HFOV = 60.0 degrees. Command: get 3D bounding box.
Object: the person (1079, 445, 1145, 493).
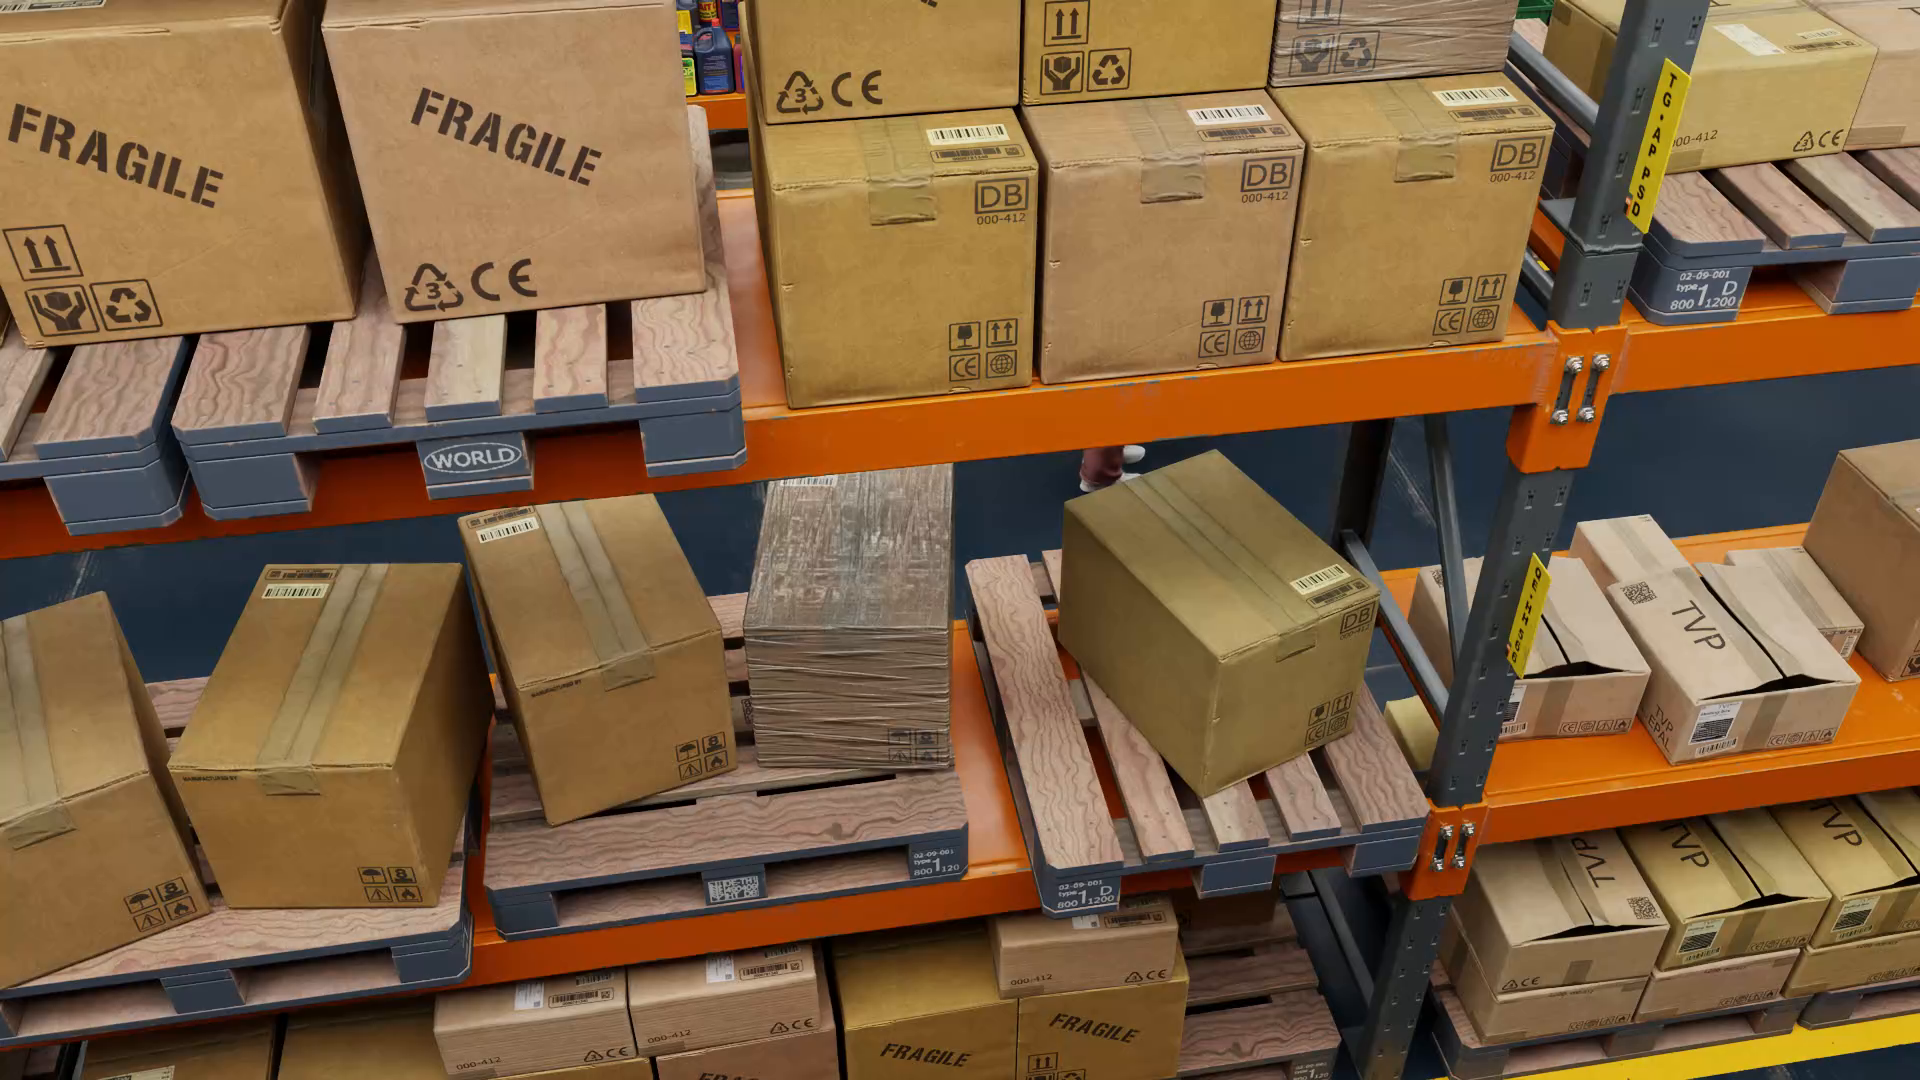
[{"bbox_3d":[0.726,-0.970,7.372,0.560,1.663,0.425,-6,39,-7],"label":"person"}]
